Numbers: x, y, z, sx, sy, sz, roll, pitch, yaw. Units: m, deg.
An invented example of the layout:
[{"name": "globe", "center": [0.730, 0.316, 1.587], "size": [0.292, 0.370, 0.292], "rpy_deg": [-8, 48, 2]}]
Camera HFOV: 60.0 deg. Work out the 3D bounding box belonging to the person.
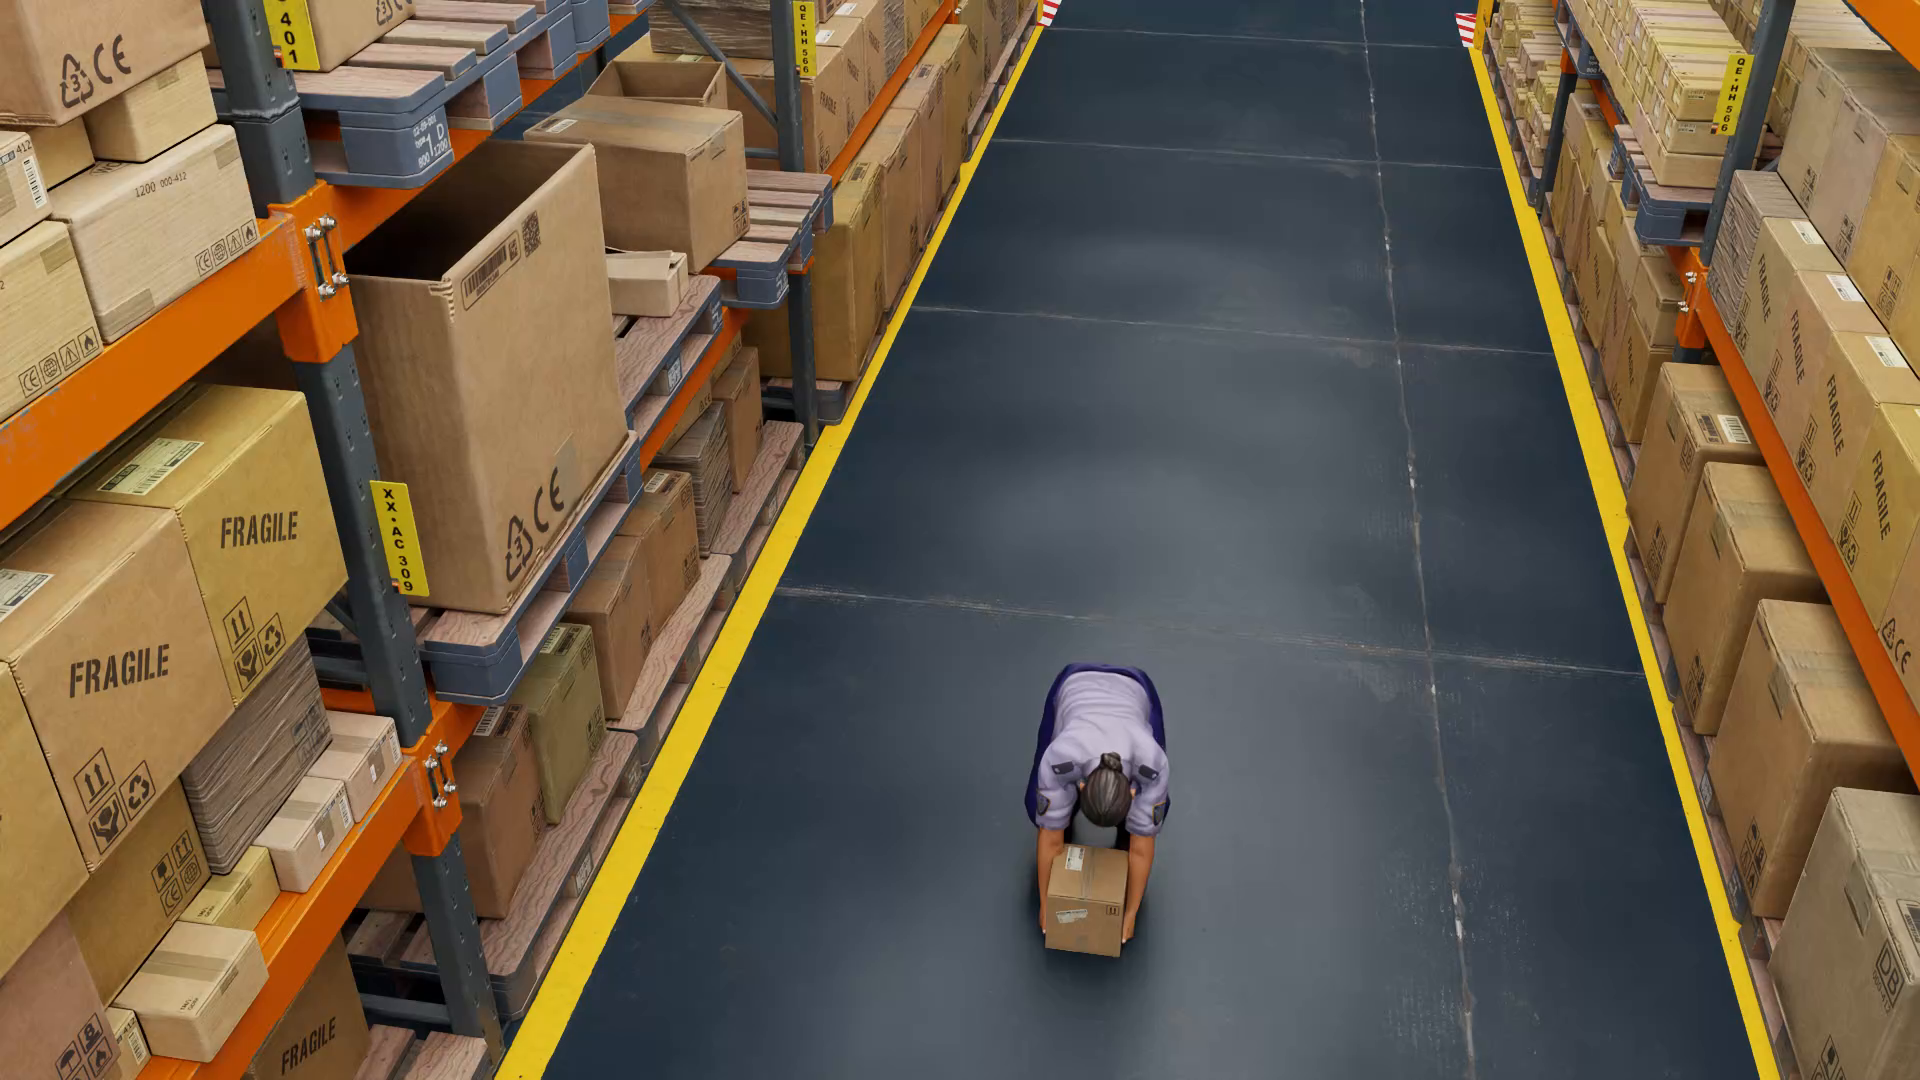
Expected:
[{"name": "person", "center": [0.500, 0.408, 5.523], "size": [0.435, 1.647, 0.501], "rpy_deg": [5, 33, 8]}]
